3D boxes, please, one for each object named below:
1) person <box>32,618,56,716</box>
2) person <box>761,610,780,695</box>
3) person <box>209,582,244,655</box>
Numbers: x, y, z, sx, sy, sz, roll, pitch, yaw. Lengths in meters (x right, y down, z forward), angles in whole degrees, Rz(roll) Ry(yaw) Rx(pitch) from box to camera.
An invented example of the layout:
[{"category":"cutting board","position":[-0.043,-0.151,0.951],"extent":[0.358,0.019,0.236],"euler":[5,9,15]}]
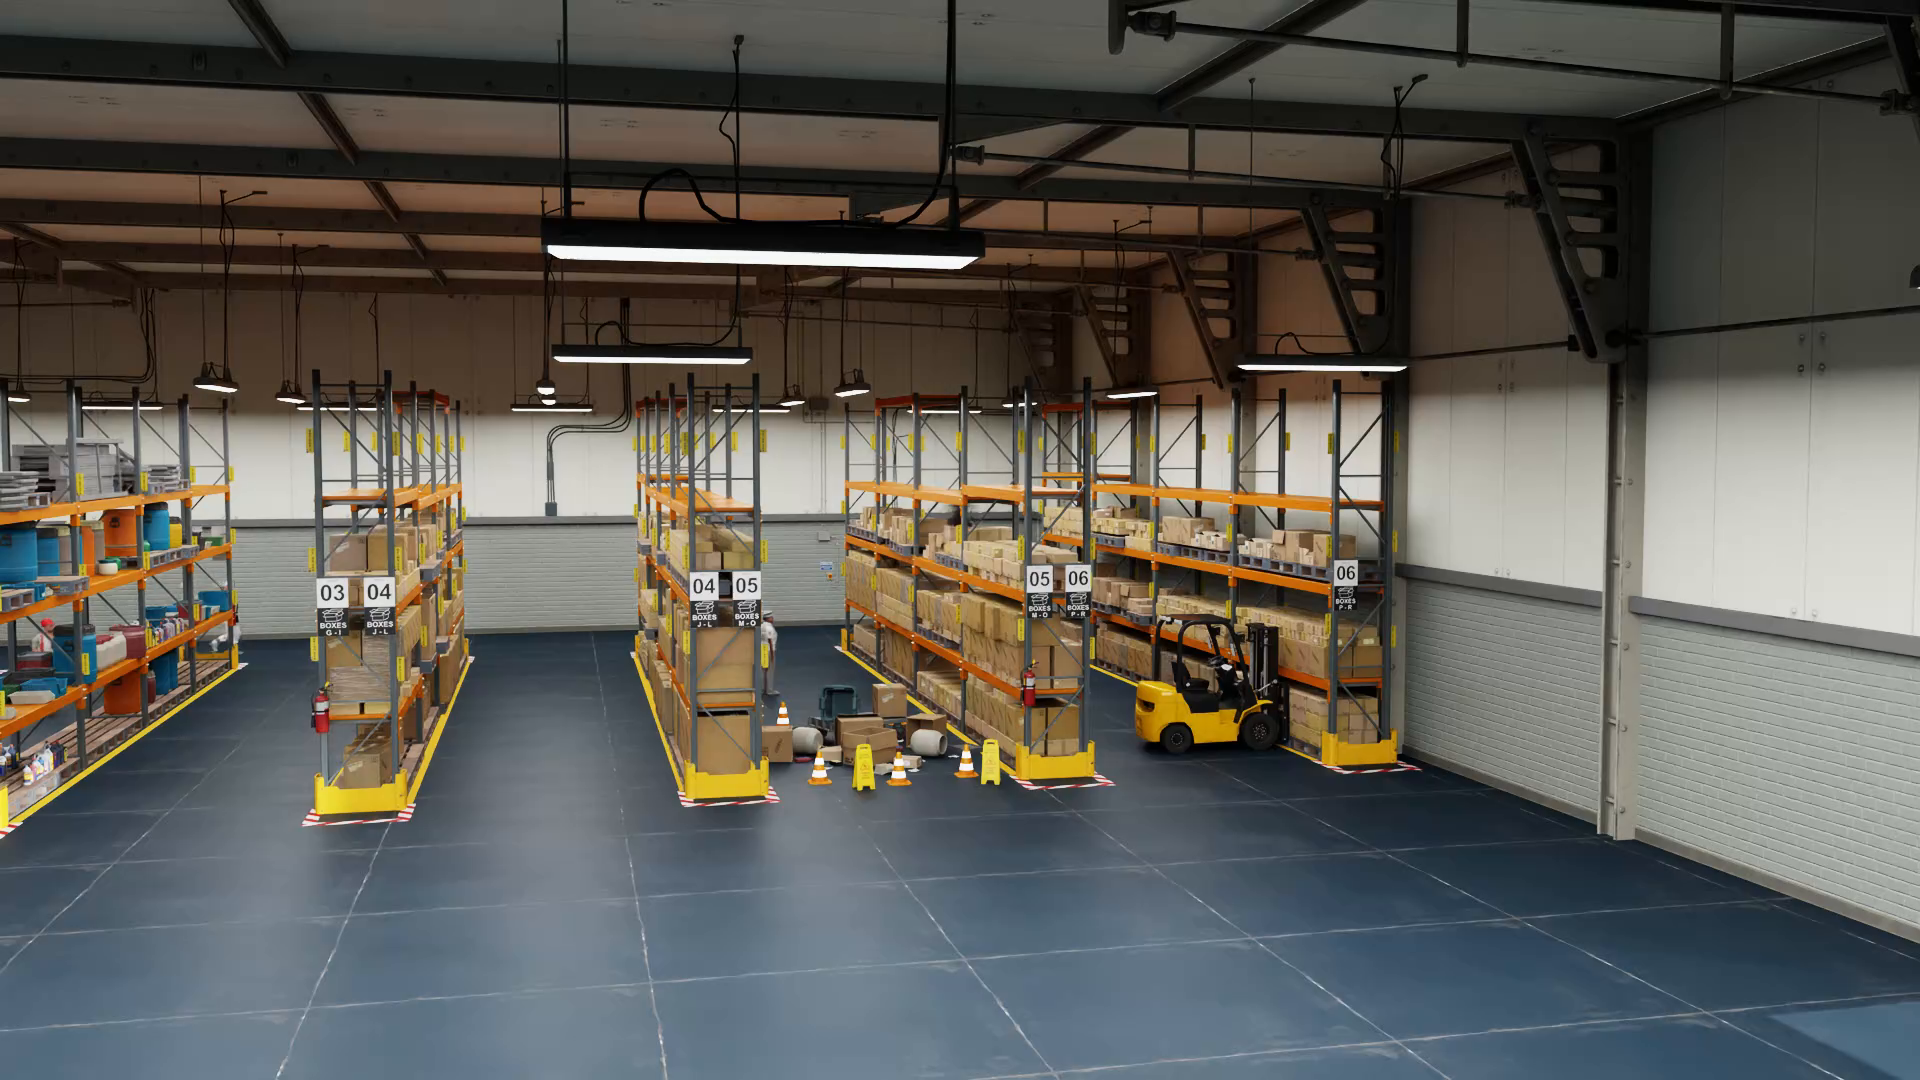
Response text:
[{"category":"person","position":[-16.914,2.328,30.790],"extent":[0.474,1.753,0.947],"euler":[-1,3,-11]},{"category":"person","position":[-3.818,2.236,33.170],"extent":[0.365,1.683,0.510],"euler":[-2,4,-30]},{"category":"person","position":[-17.296,1.843,39.236],"extent":[0.732,1.761,0.570],"euler":[-1,3,-11]}]
